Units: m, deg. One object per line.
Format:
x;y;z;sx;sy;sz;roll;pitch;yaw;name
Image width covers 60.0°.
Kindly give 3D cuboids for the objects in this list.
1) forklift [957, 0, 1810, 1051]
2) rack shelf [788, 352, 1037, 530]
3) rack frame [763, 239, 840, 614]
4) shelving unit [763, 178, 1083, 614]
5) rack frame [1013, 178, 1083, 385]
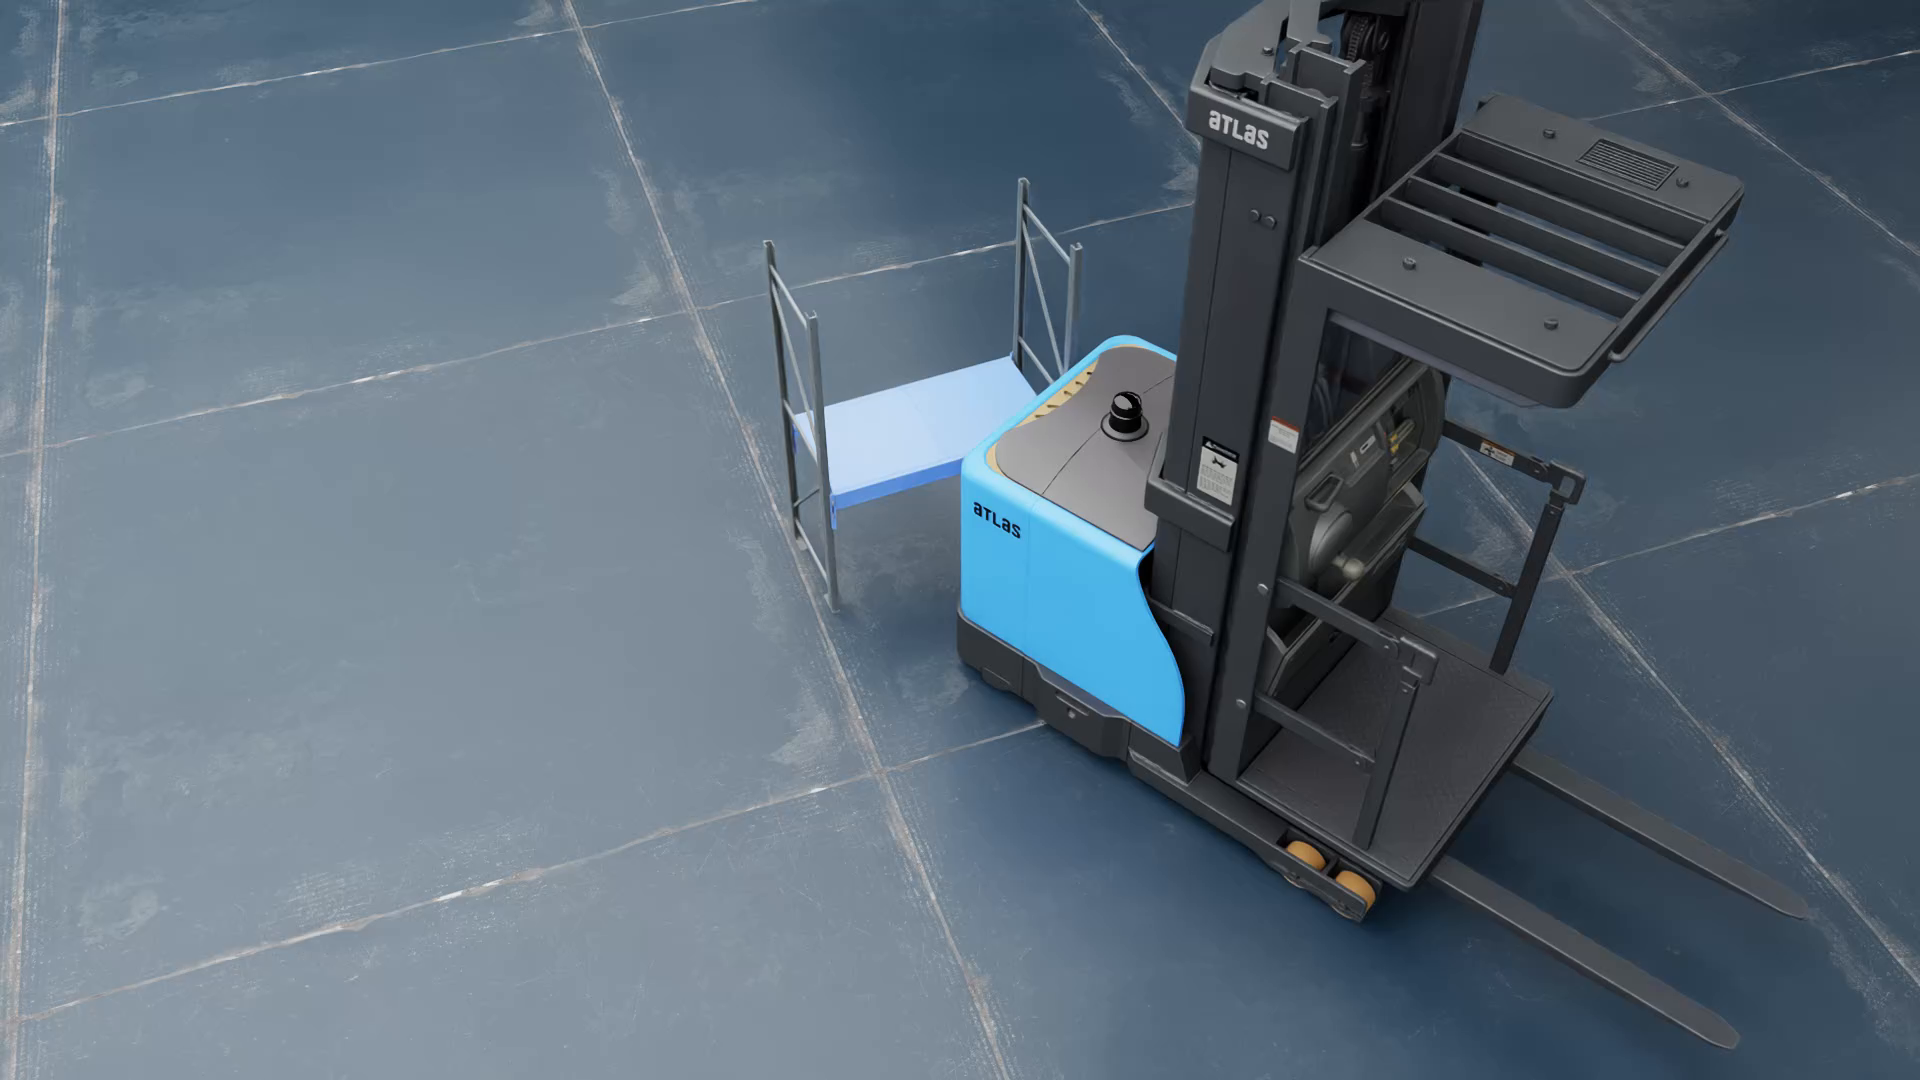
1.447;-0.156;5.145;3.031;2.935;1.130;30;52;27;forklift
-0.135;-0.410;6.663;1.000;0.185;0.538;-17;48;-16;rack shelf
-0.602;-0.395;6.394;0.032;1.500;0.500;-17;48;-16;rack frame
-0.135;-0.537;6.536;1.048;1.500;0.538;-17;48;-16;shelving unit
0.332;-0.680;6.678;0.032;1.500;0.500;-17;48;-16;rack frame
